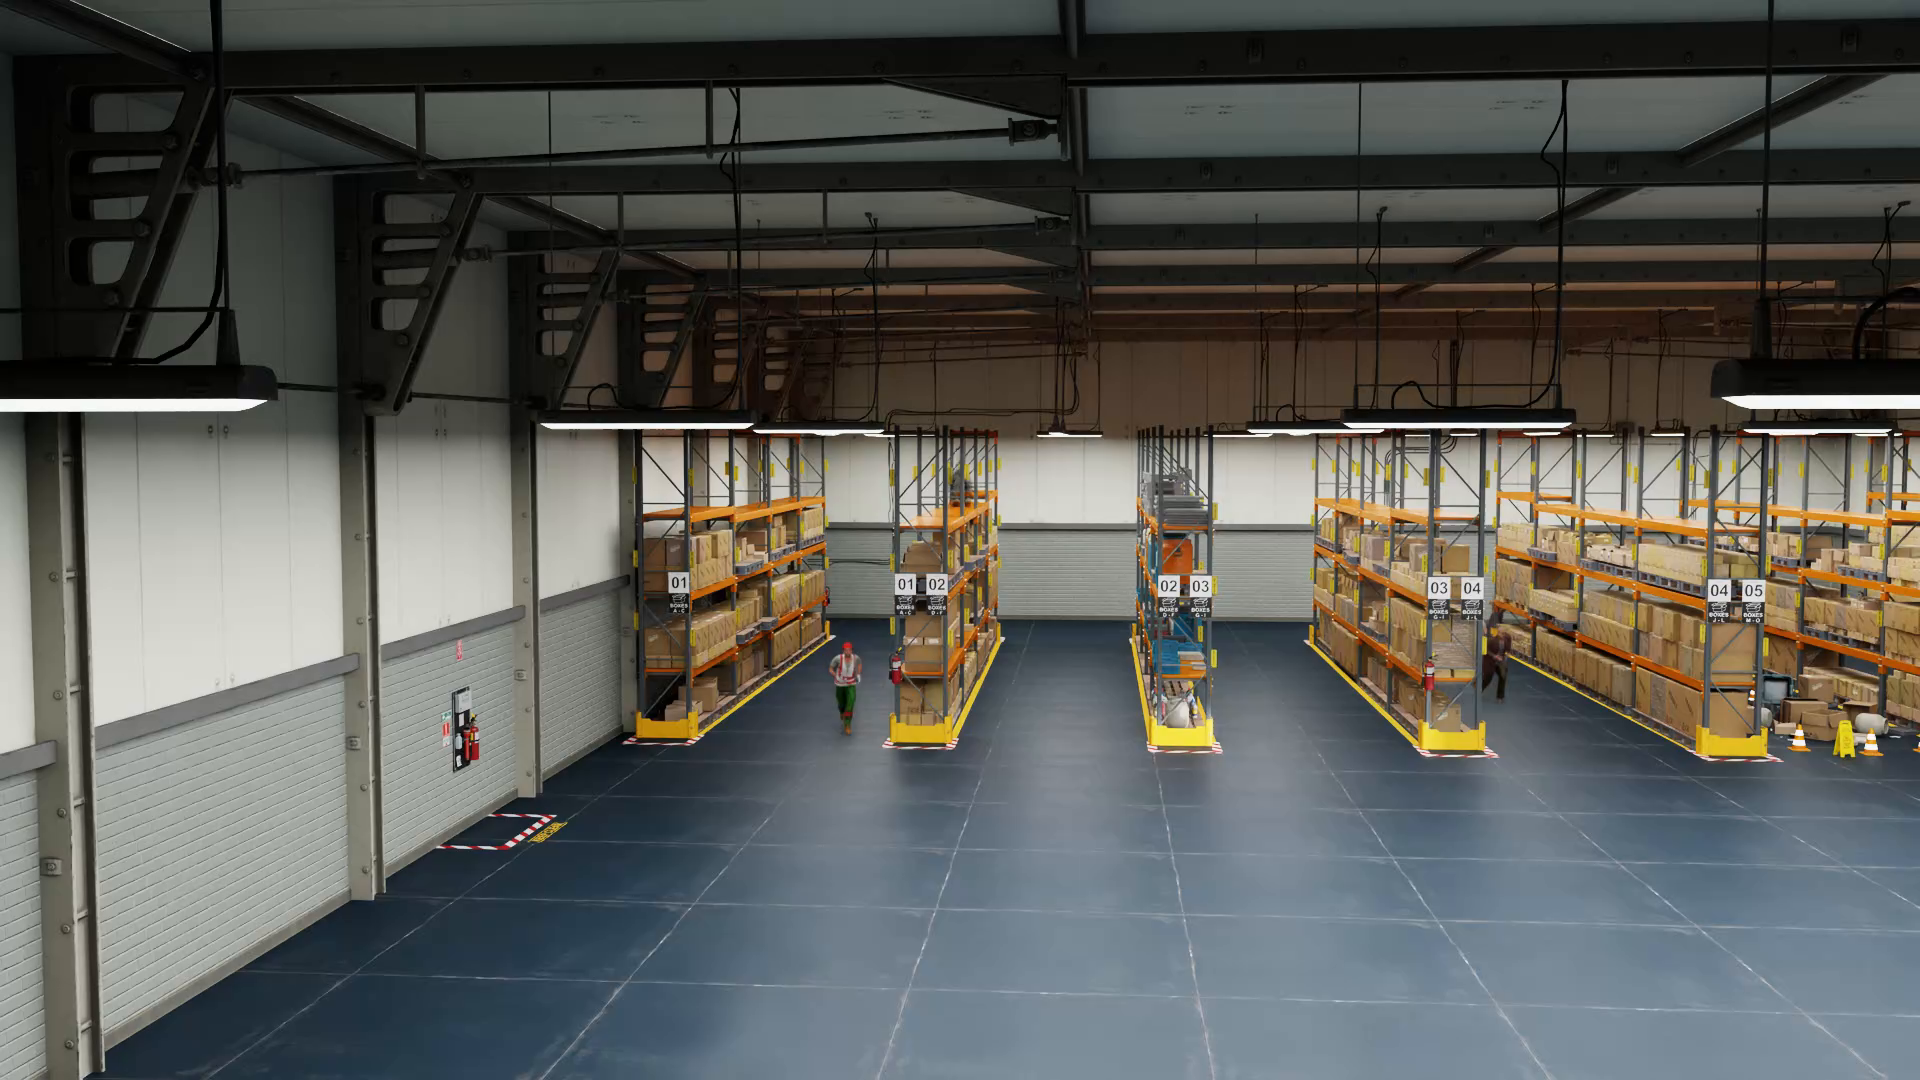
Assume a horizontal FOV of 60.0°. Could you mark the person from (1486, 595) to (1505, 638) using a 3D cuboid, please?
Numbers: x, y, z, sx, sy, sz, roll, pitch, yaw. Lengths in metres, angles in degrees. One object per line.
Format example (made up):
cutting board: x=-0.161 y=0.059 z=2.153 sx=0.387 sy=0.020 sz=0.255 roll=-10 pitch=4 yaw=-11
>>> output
person: x=15.316 y=2.024 z=47.414 sx=0.879 sy=1.704 sz=0.705 roll=1 pitch=4 yaw=20

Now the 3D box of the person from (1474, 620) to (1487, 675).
person: x=12.540 y=2.486 z=40.500 sx=0.569 sy=1.650 sz=0.700 roll=1 pitch=3 yaw=10

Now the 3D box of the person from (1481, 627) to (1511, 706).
person: x=11.610 y=2.722 z=36.252 sx=0.754 sy=1.743 sz=1.064 roll=-1 pitch=4 yaw=-13

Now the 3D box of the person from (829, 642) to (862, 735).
person: x=-2.256 y=2.875 z=32.777 sx=0.658 sy=1.773 sz=1.135 roll=0 pitch=3 yaw=-8
